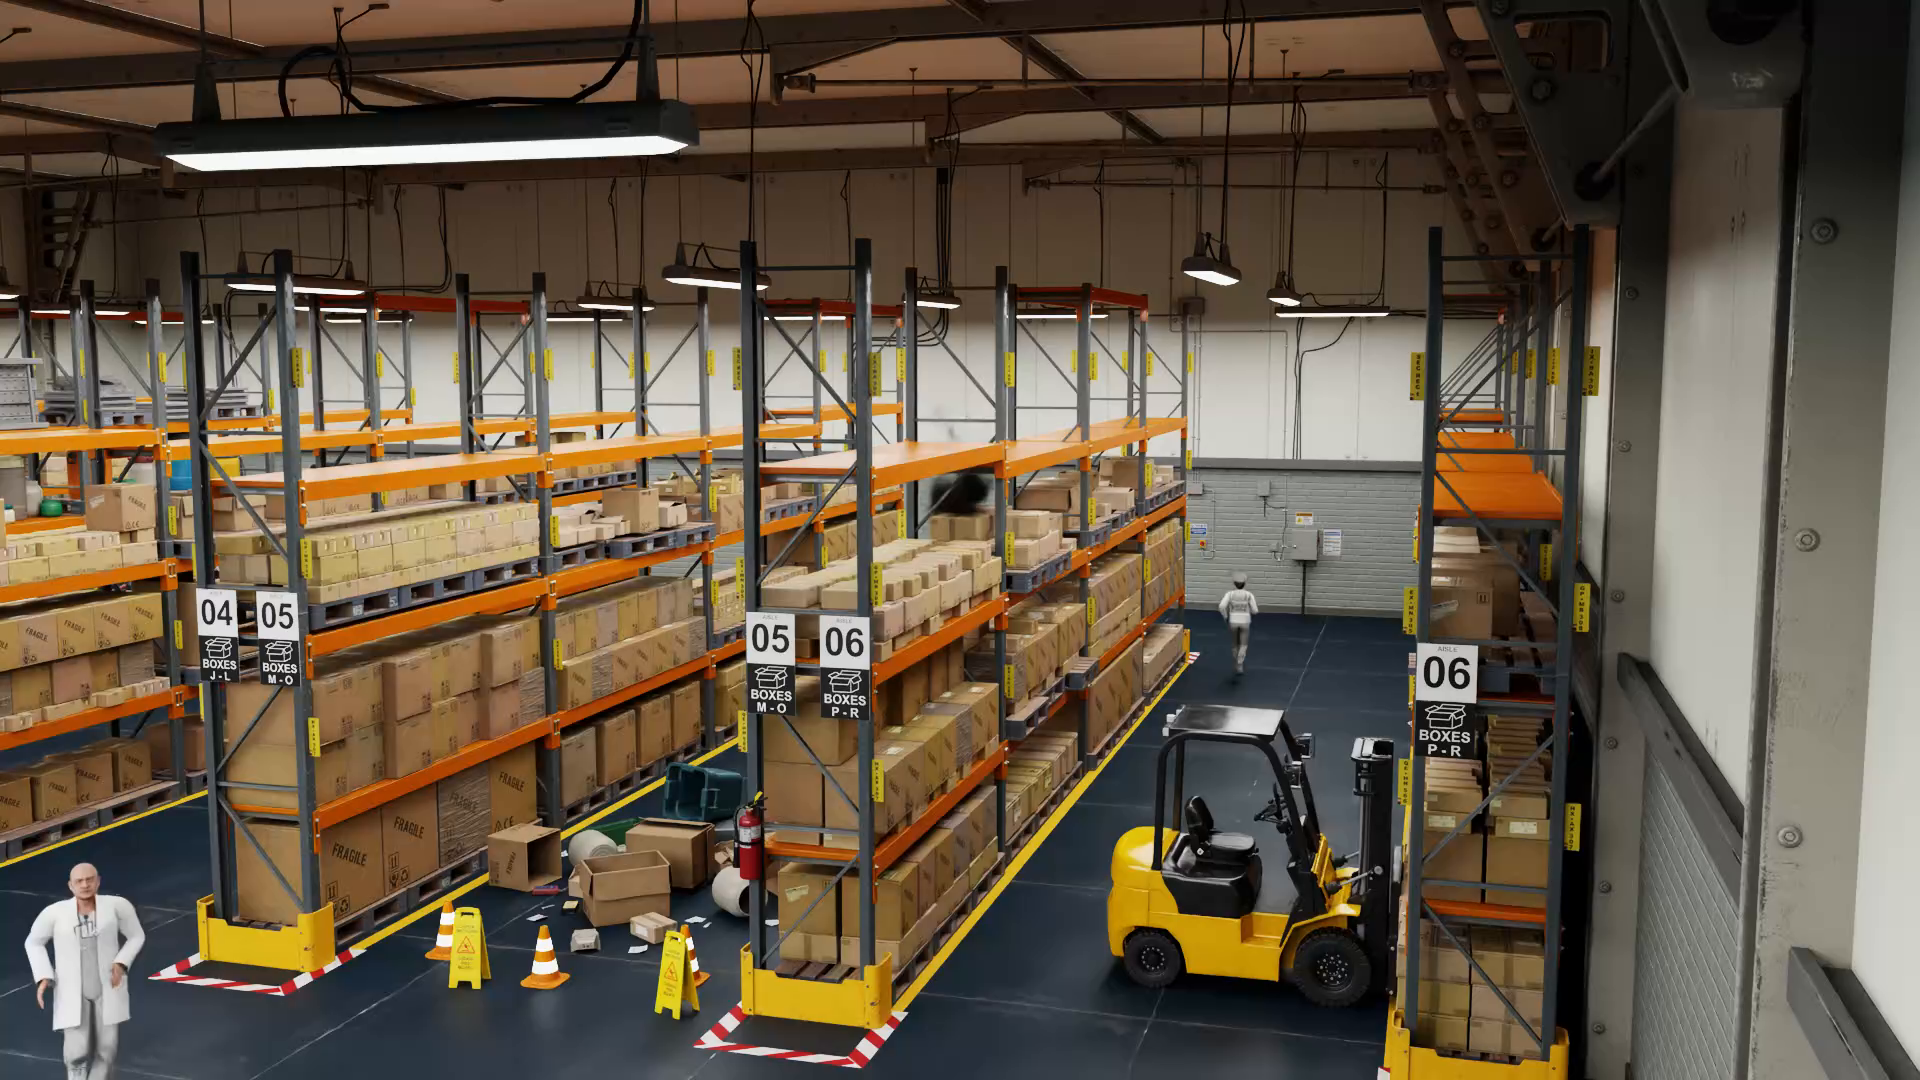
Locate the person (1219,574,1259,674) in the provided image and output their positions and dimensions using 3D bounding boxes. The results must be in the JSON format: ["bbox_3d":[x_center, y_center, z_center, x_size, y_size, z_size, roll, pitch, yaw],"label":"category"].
[{"bbox_3d":[4.459,1.379,26.597,0.617,1.682,0.747,1,7,13],"label":"person"}]

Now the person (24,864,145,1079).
[{"bbox_3d":[-5.840,3.049,11.162,0.703,1.737,0.647,-4,8,-32],"label":"person"}]
